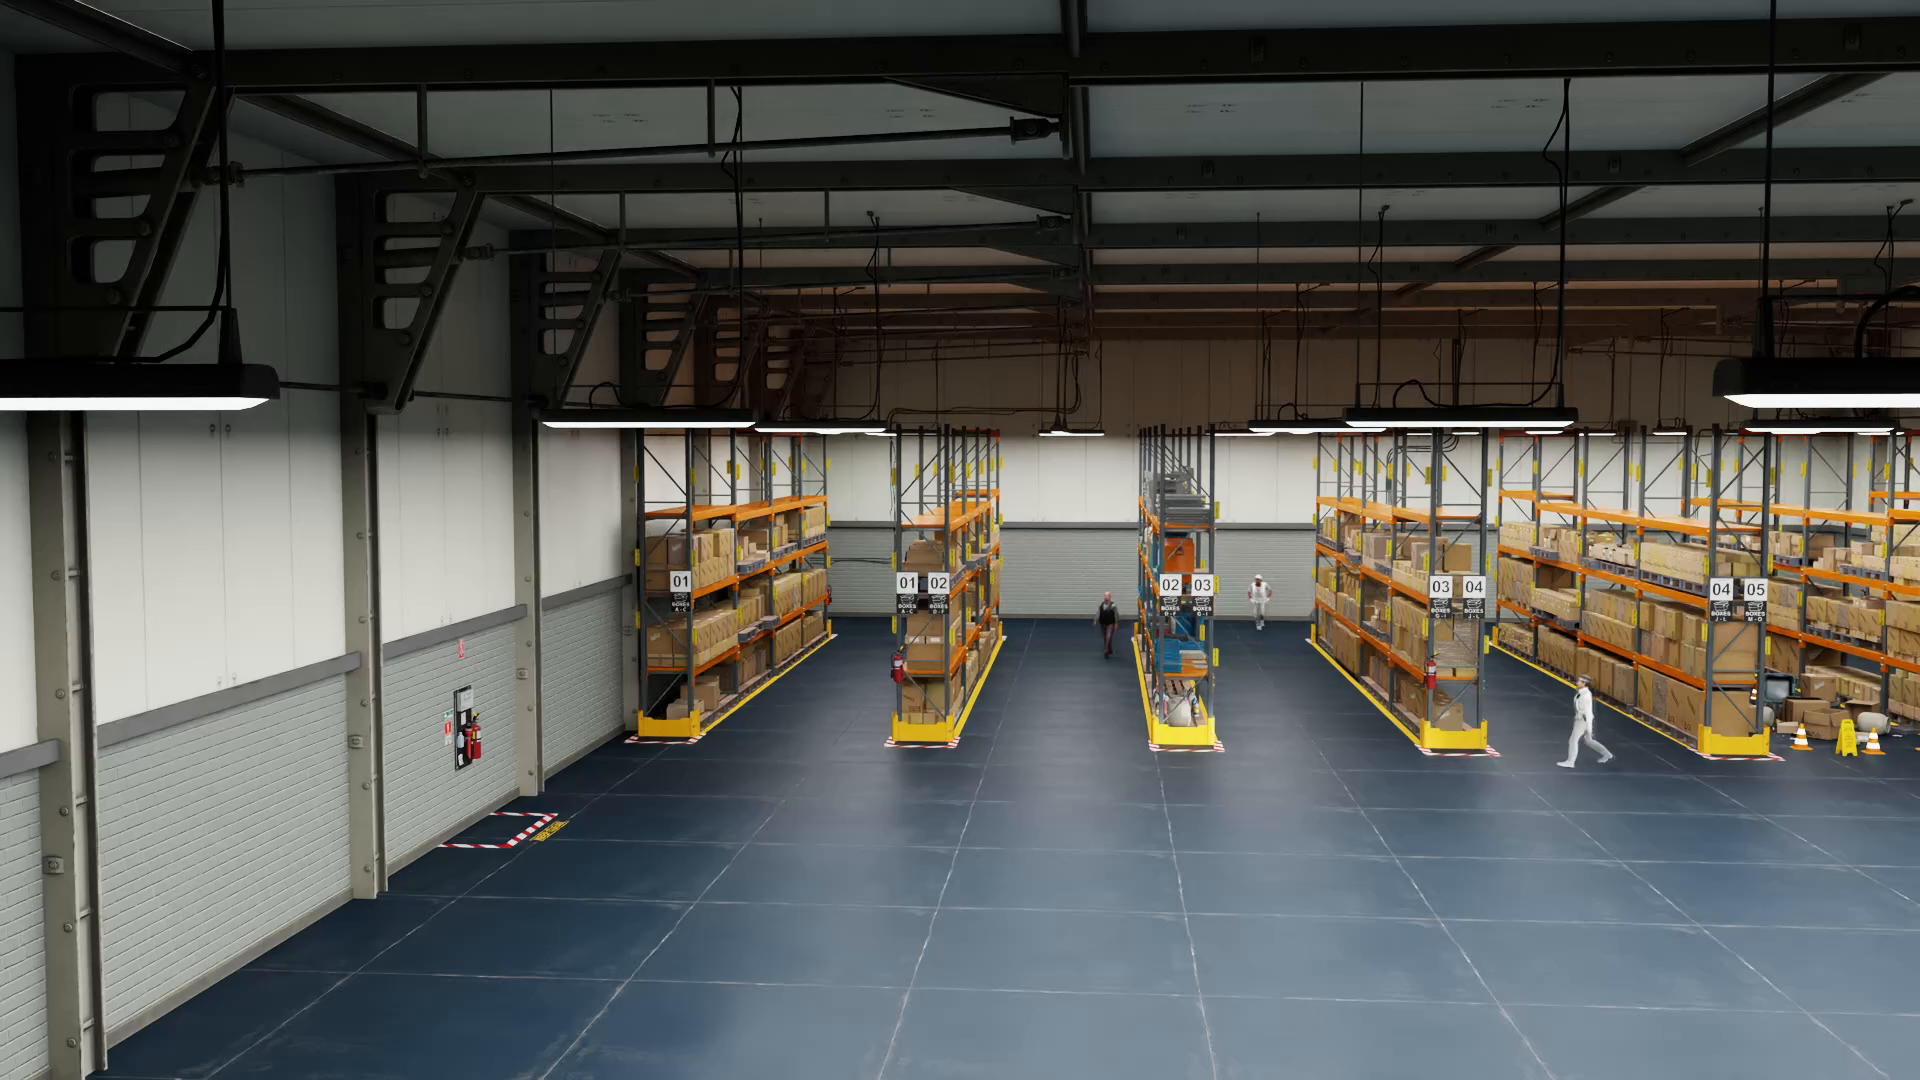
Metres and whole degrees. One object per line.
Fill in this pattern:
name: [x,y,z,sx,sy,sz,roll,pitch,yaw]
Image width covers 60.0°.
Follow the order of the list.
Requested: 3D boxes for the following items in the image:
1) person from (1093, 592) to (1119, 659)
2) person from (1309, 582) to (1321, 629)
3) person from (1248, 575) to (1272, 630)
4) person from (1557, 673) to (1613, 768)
person: [3.816,2.215,43.512,0.578,1.688,0.943,2,4,31]
person: [10.517,1.939,48.916,0.432,1.576,0.453,0,3,-4]
person: [8.966,1.861,49.730,0.725,1.681,0.656,1,4,13]
person: [10.879,3.131,28.876,0.970,1.638,0.486,0,4,7]
